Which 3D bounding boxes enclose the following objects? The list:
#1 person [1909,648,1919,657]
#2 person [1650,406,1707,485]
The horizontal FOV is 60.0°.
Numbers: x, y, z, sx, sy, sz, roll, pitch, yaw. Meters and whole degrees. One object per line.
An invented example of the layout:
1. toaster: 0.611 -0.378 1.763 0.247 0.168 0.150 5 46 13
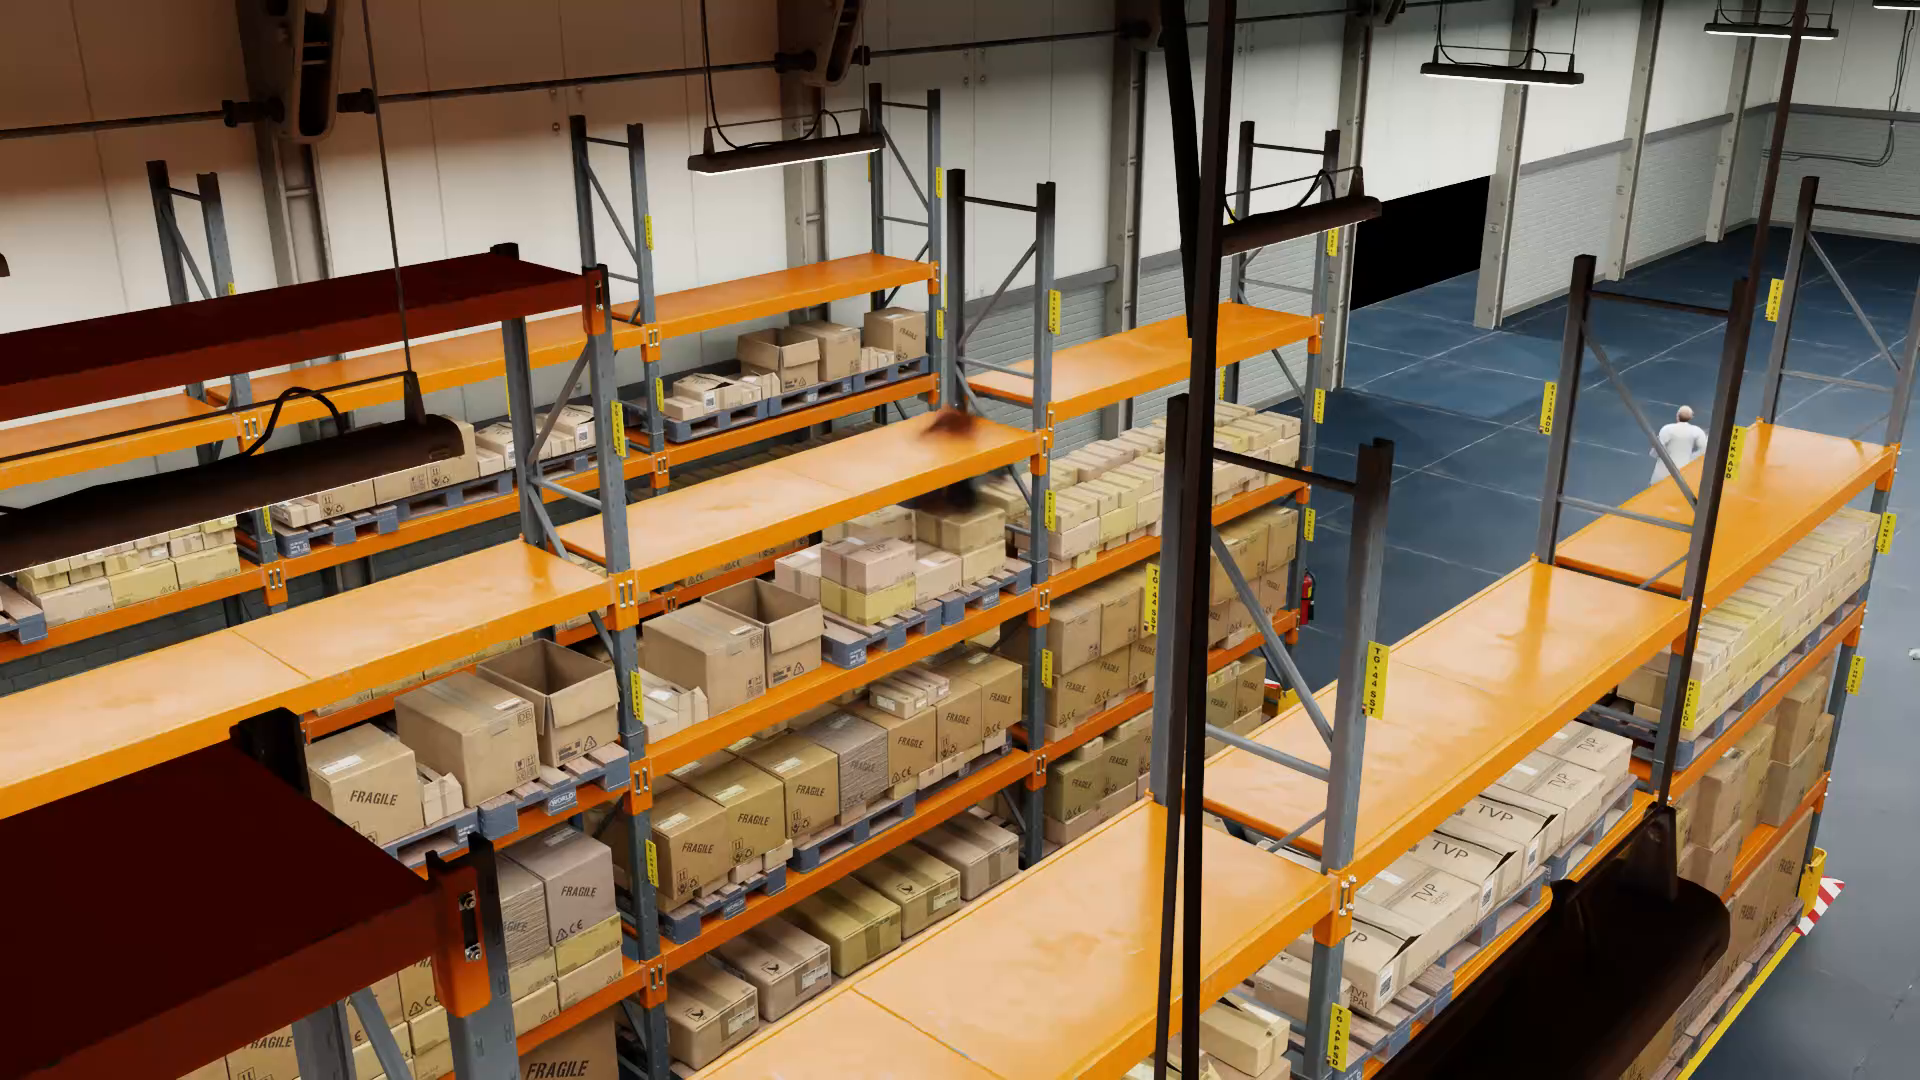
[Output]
1. person: 10.890 0.615 18.019 0.649 1.761 0.913 -5 22 -12
2. person: 9.447 -0.913 21.989 0.706 1.761 0.760 -1 21 -2
